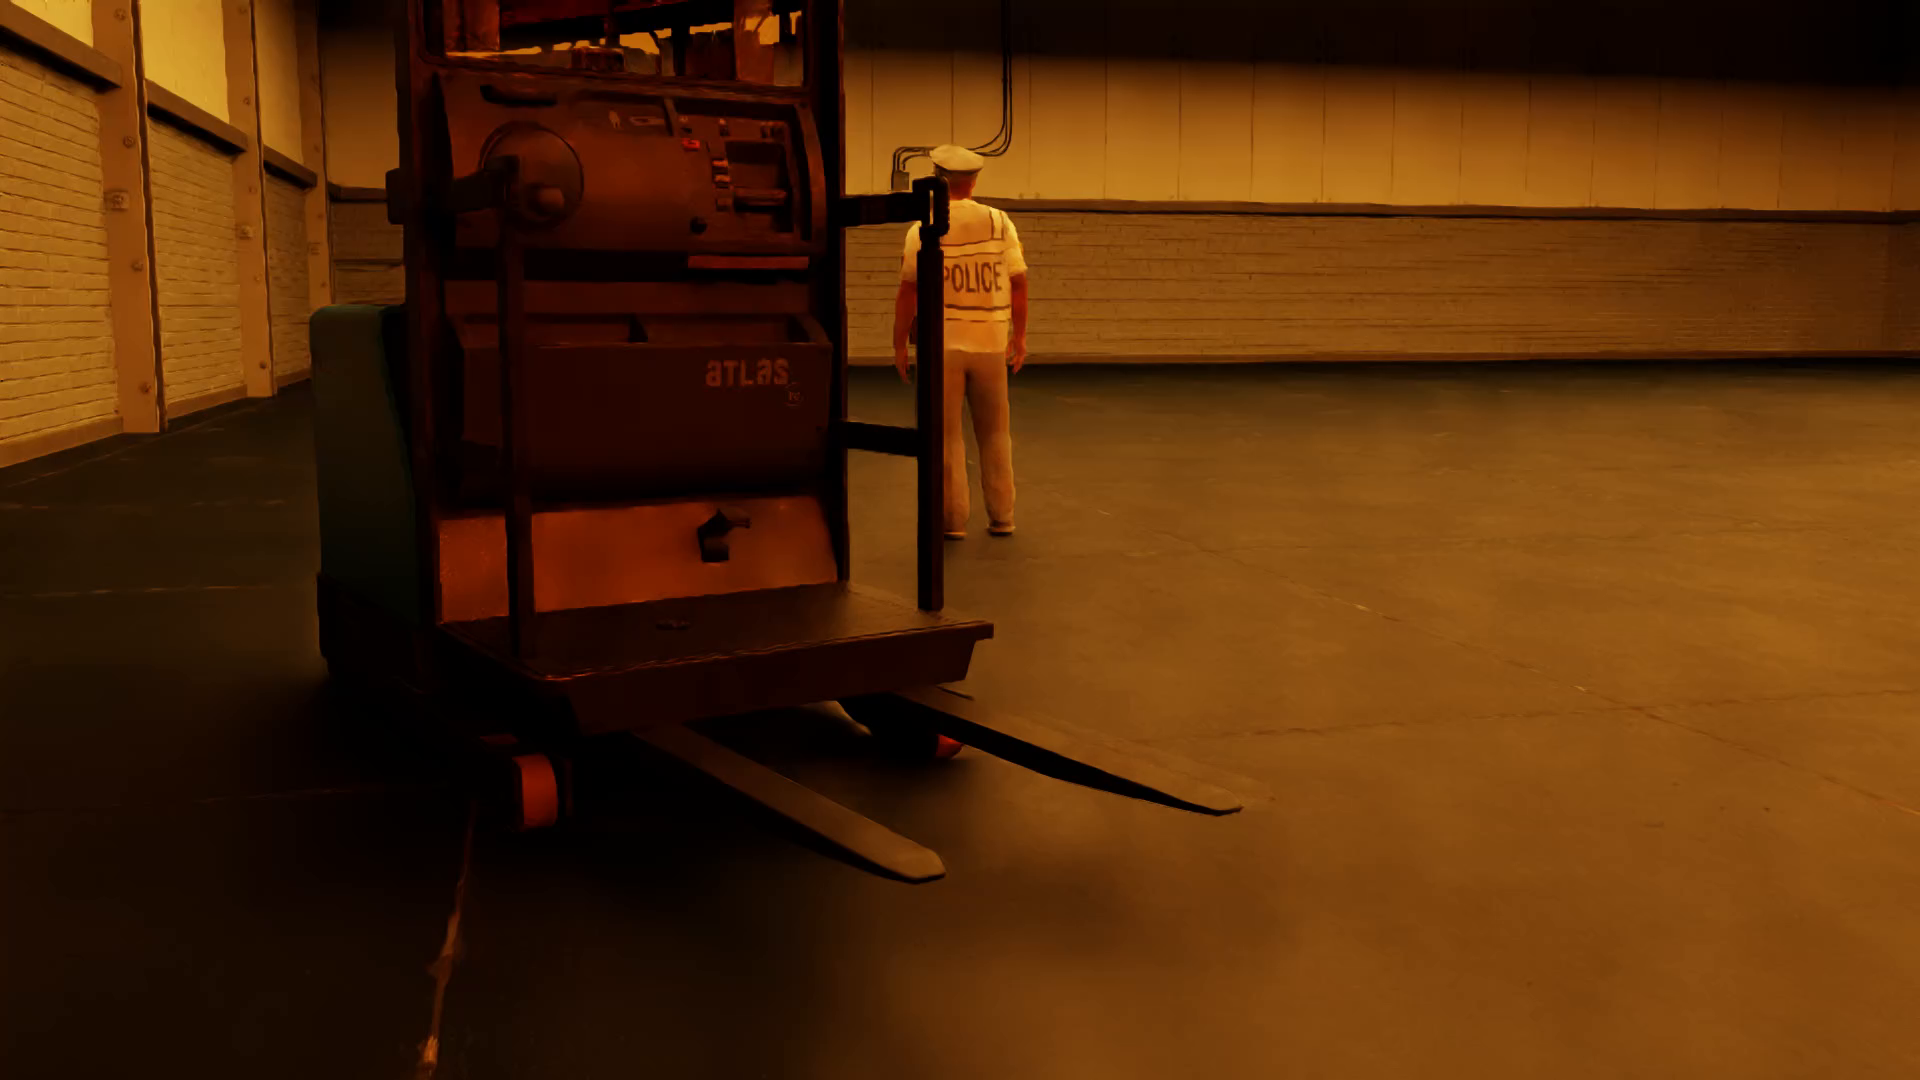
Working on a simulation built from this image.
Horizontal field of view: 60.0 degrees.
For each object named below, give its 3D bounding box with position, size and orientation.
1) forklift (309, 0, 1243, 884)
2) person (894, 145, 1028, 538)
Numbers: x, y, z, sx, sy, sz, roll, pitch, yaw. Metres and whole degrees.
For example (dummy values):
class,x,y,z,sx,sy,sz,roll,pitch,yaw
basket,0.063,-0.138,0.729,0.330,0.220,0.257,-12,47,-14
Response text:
class,x,y,z,sx,sy,sz,roll,pitch,yaw
forklift,-0.628,-0.924,3.738,1.130,2.935,3.031,-5,10,-33
person,-0.007,-0.900,7.660,0.640,1.778,0.574,-2,8,-13
